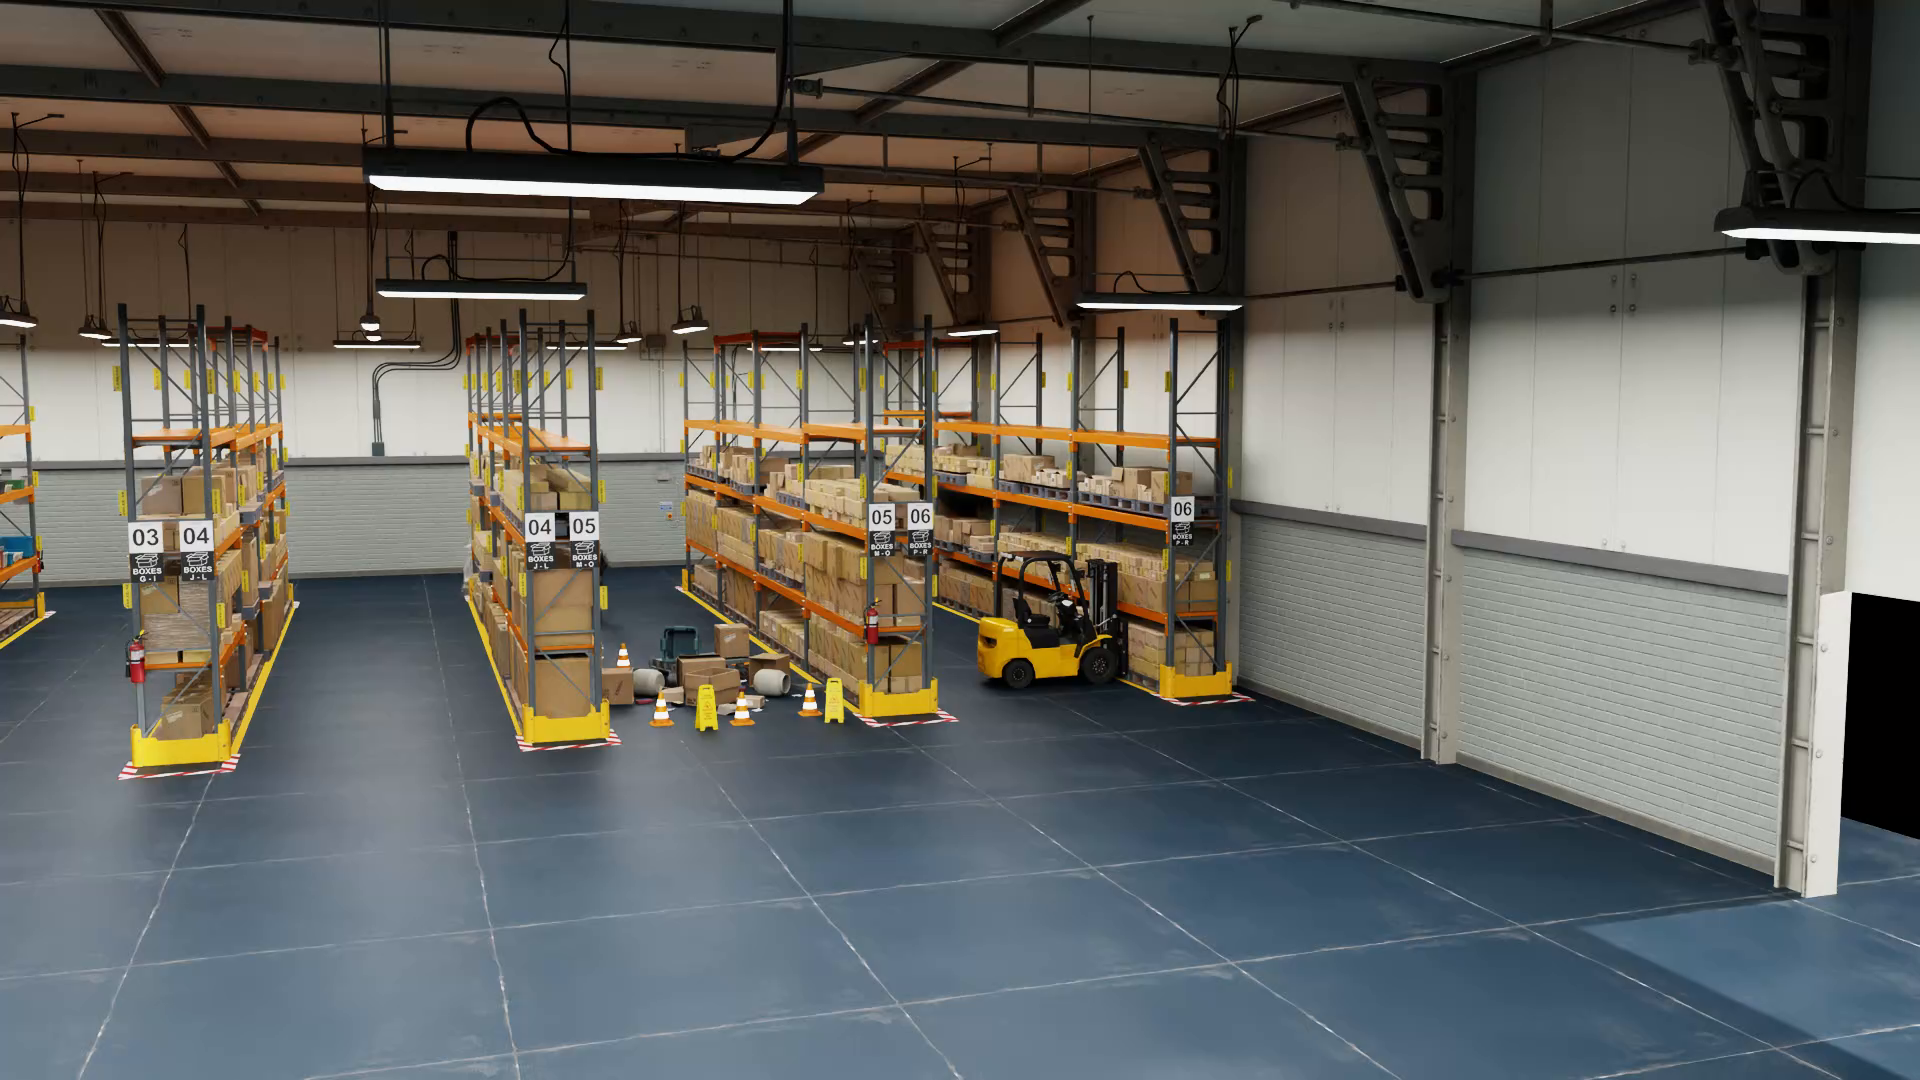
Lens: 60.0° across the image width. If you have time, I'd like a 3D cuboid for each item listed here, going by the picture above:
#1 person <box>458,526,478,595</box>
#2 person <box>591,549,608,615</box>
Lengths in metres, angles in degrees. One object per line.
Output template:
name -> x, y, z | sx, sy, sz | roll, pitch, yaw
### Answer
person -> -11.388, 0.404, 39.278 | 0.889, 1.829, 0.683 | -4, 6, -33
person -> -7.859, 0.785, 35.582 | 0.669, 1.679, 0.618 | -2, 6, -20
